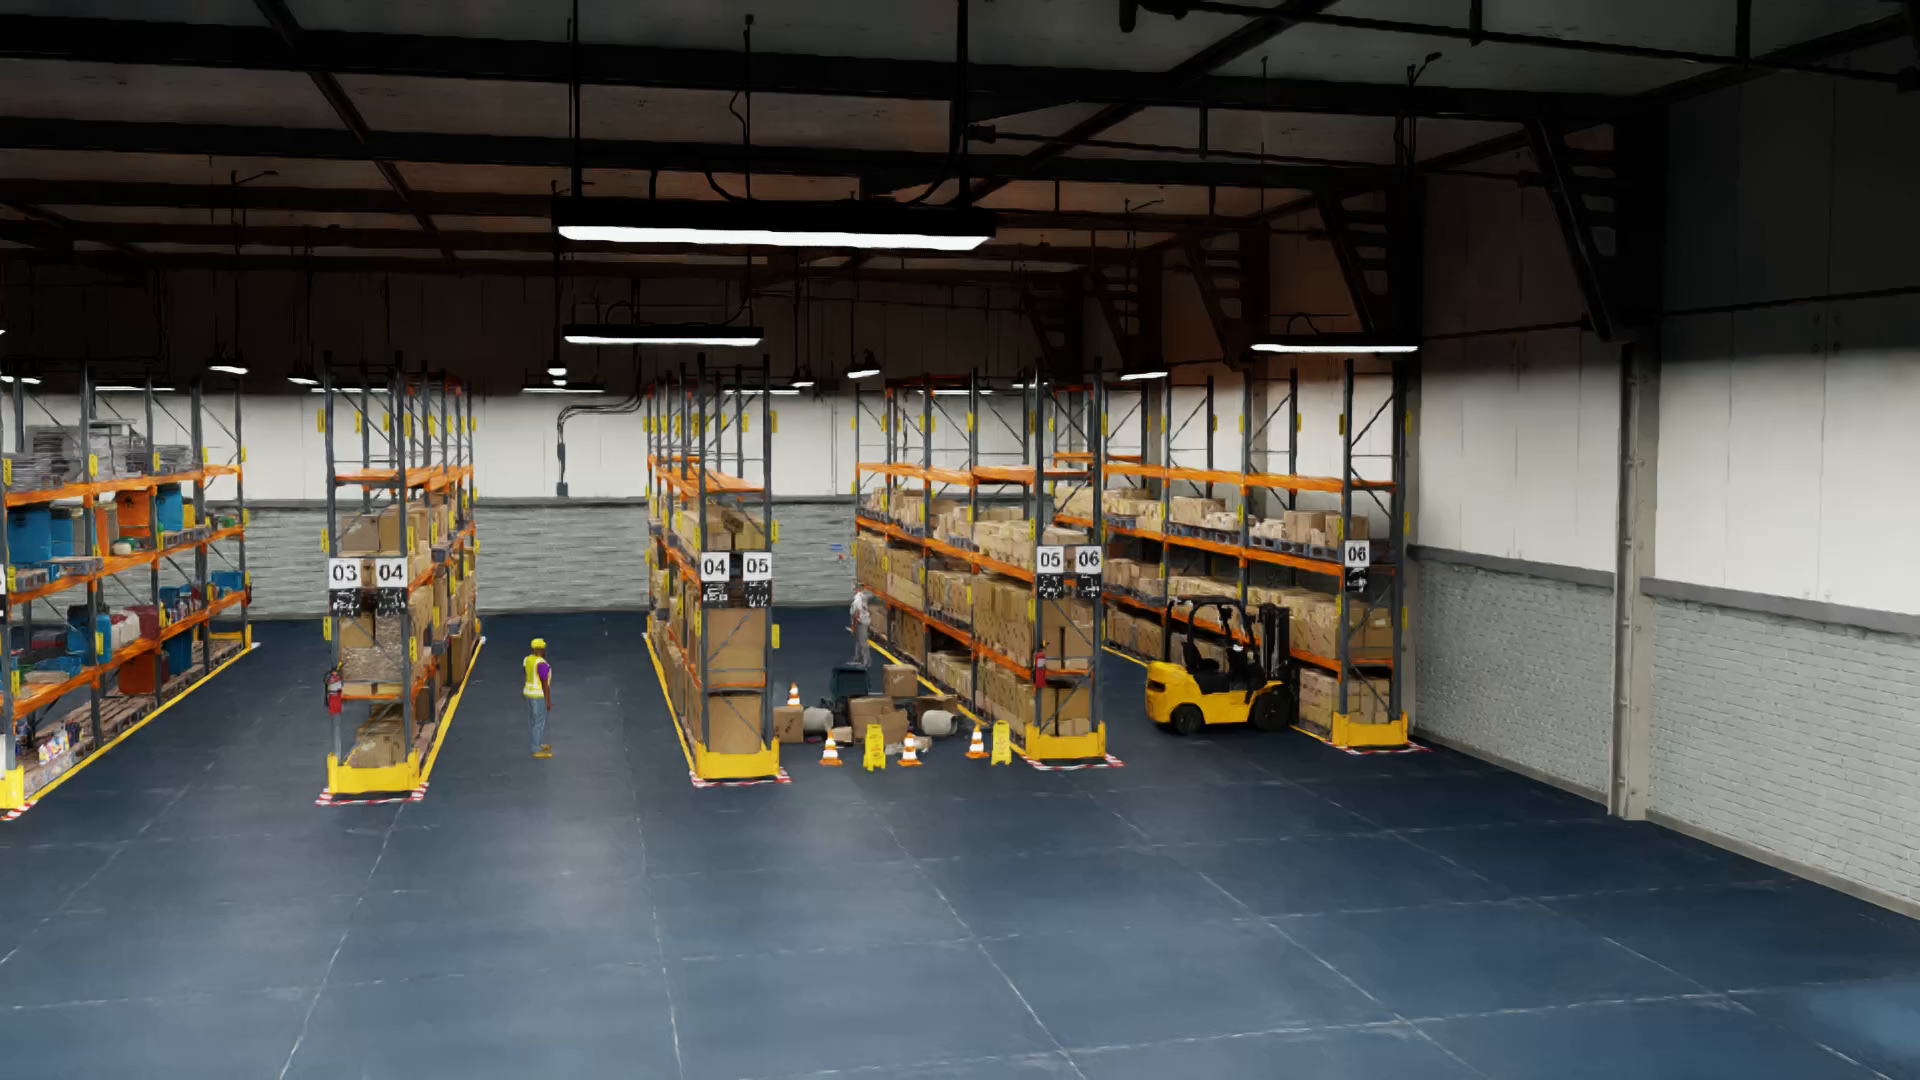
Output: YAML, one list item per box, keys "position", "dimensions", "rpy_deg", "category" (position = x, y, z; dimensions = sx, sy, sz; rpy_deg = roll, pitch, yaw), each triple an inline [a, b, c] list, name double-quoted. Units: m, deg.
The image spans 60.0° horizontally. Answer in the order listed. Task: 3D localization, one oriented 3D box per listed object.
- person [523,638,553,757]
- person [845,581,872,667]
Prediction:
- position: [-6.363, 2.356, 25.065]
  dimensions: [0.364, 1.772, 0.649]
  rpy_deg: [-4, 5, -42]
  category: "person"
- position: [-2.102, 1.727, 34.324]
  dimensions: [0.601, 1.744, 0.674]
  rpy_deg: [1, 4, 7]
  category: "person"
